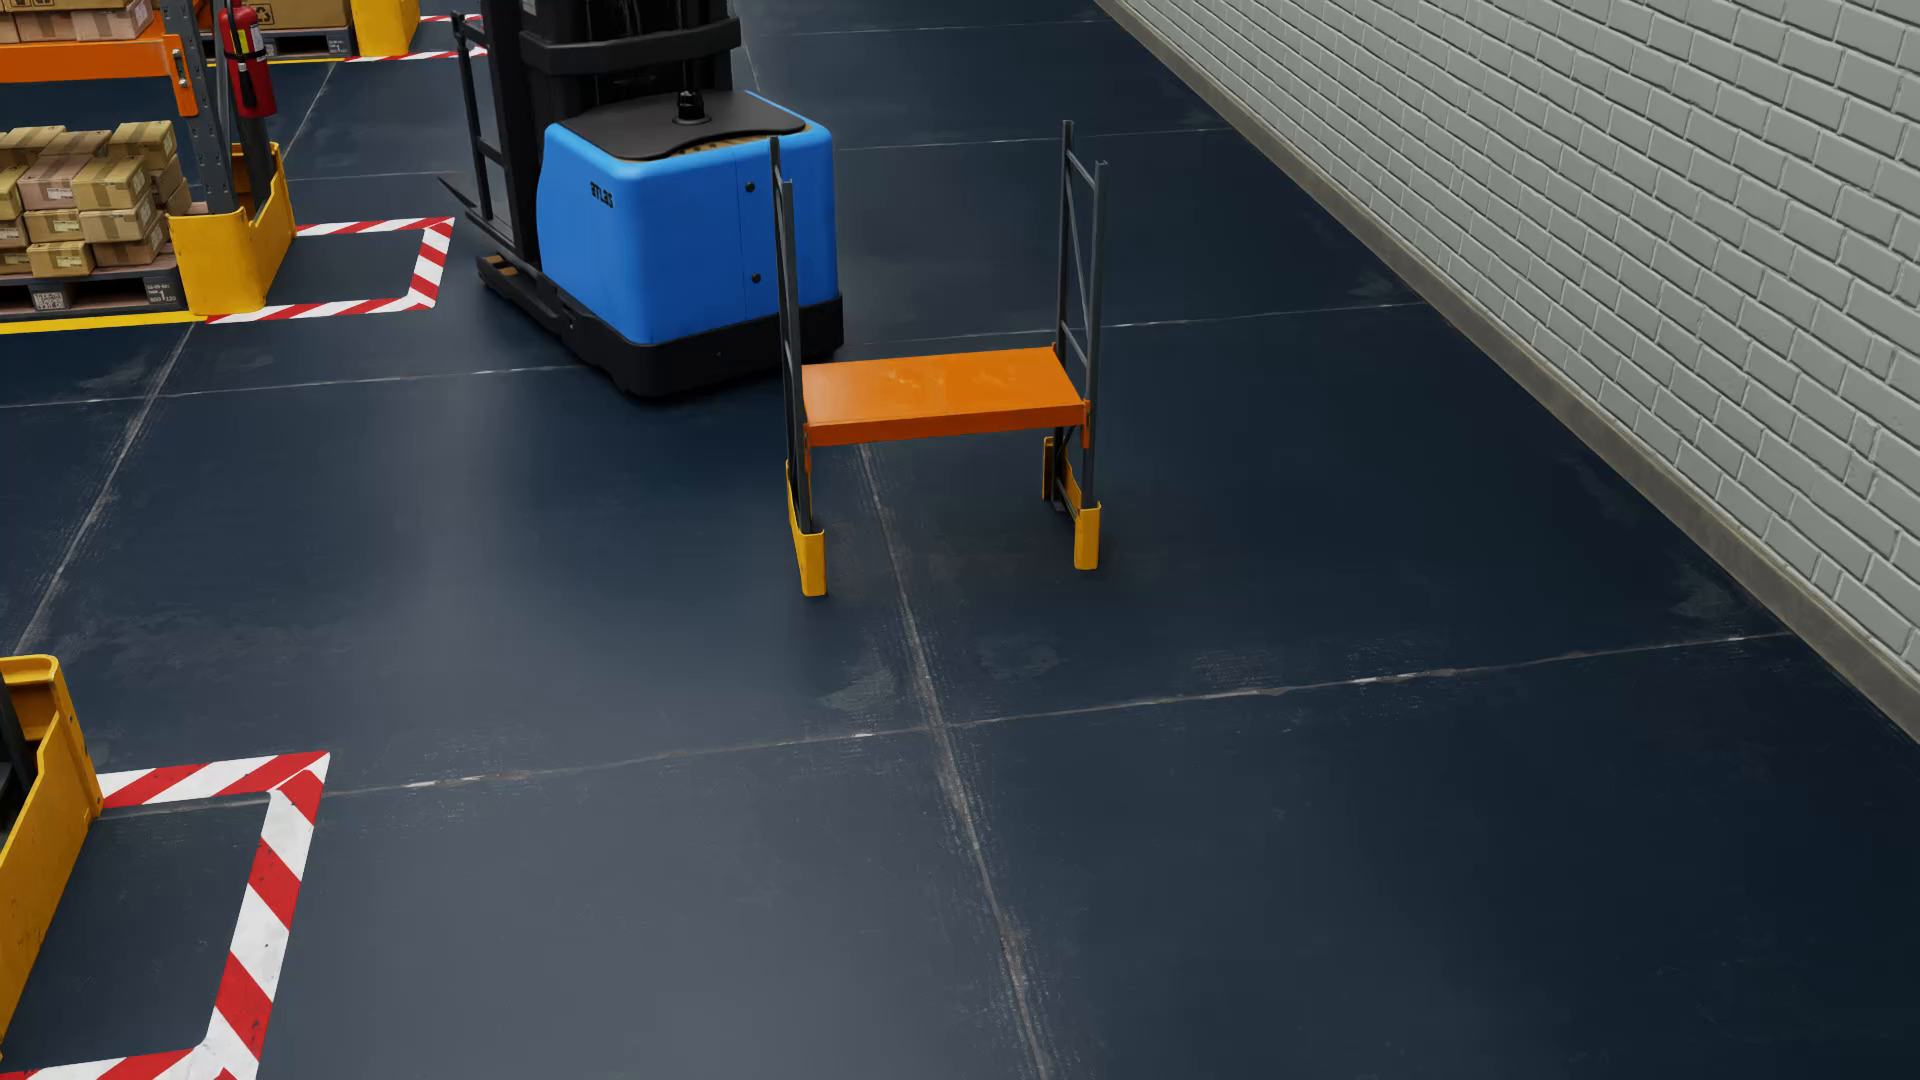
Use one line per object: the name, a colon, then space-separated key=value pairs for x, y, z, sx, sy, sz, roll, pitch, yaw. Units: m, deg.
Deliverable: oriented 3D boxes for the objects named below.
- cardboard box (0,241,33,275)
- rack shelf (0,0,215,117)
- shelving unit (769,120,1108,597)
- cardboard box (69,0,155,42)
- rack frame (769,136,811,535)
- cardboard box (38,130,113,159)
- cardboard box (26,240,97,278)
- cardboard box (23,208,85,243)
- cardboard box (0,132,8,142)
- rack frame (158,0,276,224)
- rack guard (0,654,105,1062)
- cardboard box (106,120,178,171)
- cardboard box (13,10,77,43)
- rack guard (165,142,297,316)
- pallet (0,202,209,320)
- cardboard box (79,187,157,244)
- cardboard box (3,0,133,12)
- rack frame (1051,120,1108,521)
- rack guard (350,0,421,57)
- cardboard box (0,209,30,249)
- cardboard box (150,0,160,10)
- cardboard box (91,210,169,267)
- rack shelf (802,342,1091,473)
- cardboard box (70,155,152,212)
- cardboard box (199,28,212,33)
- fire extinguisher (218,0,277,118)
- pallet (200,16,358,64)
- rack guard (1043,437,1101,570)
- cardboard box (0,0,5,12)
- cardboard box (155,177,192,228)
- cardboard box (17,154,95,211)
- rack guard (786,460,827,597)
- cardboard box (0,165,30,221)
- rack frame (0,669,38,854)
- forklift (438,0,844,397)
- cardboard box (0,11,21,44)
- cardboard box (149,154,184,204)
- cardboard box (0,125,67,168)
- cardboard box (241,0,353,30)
cardboard box: x=-4.613 y=-1.437 z=8.134 sx=0.250 sy=0.149 sz=0.380 roll=-5 pitch=31 yaw=-9
rack shelf: x=-5.590 y=-2.200 z=7.742 sx=4.000 sy=0.370 sz=1.077 roll=-5 pitch=31 yaw=-9
shelving unit: x=-0.075 y=-0.640 z=5.858 sx=1.083 sy=1.500 sz=0.587 roll=-5 pitch=31 yaw=-9
cardboard box: x=-3.893 y=-2.414 z=7.643 sx=0.250 sy=0.149 sz=0.380 roll=-5 pitch=31 yaw=-9
rack frame: x=-0.584 y=-0.592 z=5.778 sx=0.032 sy=1.500 sz=0.500 roll=-5 pitch=31 yaw=-9
cardboard box: x=-4.449 y=-1.937 z=8.397 sx=0.250 sy=0.149 sz=0.380 roll=-5 pitch=31 yaw=-8
cardboard box: x=-4.338 y=-1.419 z=8.102 sx=0.250 sy=0.149 sz=0.380 roll=-4 pitch=31 yaw=-7
cardboard box: x=-4.358 y=-1.585 z=8.092 sx=0.250 sy=0.149 sz=0.380 roll=-6 pitch=31 yaw=-10
cardboard box: x=-4.949 y=-1.914 z=8.358 sx=0.250 sy=0.149 sz=0.380 roll=-7 pitch=31 yaw=-11
rack frame: x=-3.623 y=-2.693 z=7.870 sx=0.127 sy=3.000 sz=1.000 roll=-5 pitch=31 yaw=-9
rack guard: x=-2.608 y=0.842 z=4.326 sx=0.348 sy=0.500 sz=1.175 roll=-5 pitch=31 yaw=-9
cardboard box: x=-4.200 y=-2.023 z=8.542 sx=0.250 sy=0.149 sz=0.380 roll=-7 pitch=31 yaw=-11
cardboard box: x=-4.144 y=-2.410 z=7.636 sx=0.250 sy=0.149 sz=0.380 roll=-5 pitch=31 yaw=-9
rack guard: x=-3.698 y=-1.608 z=8.492 sx=0.348 sy=0.500 sz=1.175 roll=-5 pitch=31 yaw=-9
pallet: x=-4.503 y=-1.427 z=8.469 sx=1.213 sy=0.211 sz=1.003 roll=-5 pitch=31 yaw=-9
cardboard box: x=-4.091 y=-1.582 z=8.087 sx=0.250 sy=0.149 sz=0.380 roll=-6 pitch=31 yaw=-10
cardboard box: x=-4.019 y=-2.695 z=7.481 sx=0.500 sy=0.500 sz=0.500 roll=-5 pitch=31 yaw=-8
rack frame: x=0.416 y=-0.685 z=5.936 sx=0.032 sy=1.500 sz=0.500 roll=-5 pitch=31 yaw=-9
rack guard: x=-4.393 y=-4.099 z=12.728 sx=0.348 sy=0.500 sz=1.175 roll=-5 pitch=31 yaw=-9
cardboard box: x=-4.602 y=-1.534 z=8.004 sx=0.250 sy=0.149 sz=0.380 roll=-7 pitch=31 yaw=-11
cardboard box: x=-4.001 y=-2.718 z=8.161 sx=0.250 sy=0.149 sz=0.380 roll=-6 pitch=31 yaw=-9
cardboard box: x=-4.103 y=-1.493 z=8.227 sx=0.250 sy=0.149 sz=0.380 roll=-5 pitch=31 yaw=-8
rack shelf: x=-0.084 y=-0.484 z=5.948 sx=1.000 sy=0.185 sz=0.538 roll=-5 pitch=31 yaw=-9
cardboard box: x=-4.098 y=-1.726 z=8.038 sx=0.250 sy=0.149 sz=0.380 roll=-5 pitch=31 yaw=-8
cardboard box: x=-5.927 y=-4.258 z=12.215 sx=0.875 sy=0.875 sz=0.875 roll=-5 pitch=31 yaw=-9
fire extinguisher: x=-3.292 y=-2.291 z=7.632 sx=0.183 sy=0.674 sz=0.296 roll=-5 pitch=31 yaw=-9
pallet: x=-5.189 y=-3.861 z=12.607 sx=1.213 sy=0.211 sz=1.003 roll=-5 pitch=31 yaw=-9
rack guard: x=0.415 y=-0.146 z=6.252 sx=0.087 sy=0.250 sz=0.587 roll=-5 pitch=31 yaw=-9
cardboard box: x=-4.526 y=-2.650 z=7.405 sx=0.500 sy=0.500 sz=0.500 roll=-6 pitch=31 yaw=-10
cardboard box: x=-4.196 y=-1.756 z=8.676 sx=0.250 sy=0.149 sz=0.380 roll=-5 pitch=31 yaw=-8
cardboard box: x=-4.356 y=-1.732 z=8.048 sx=0.250 sy=0.149 sz=0.380 roll=-5 pitch=31 yaw=-8
rack guard: x=-0.565 y=-0.055 z=6.097 sx=0.087 sy=0.250 sz=0.587 roll=-5 pitch=31 yaw=-9
cardboard box: x=-4.587 y=-1.645 z=7.900 sx=0.250 sy=0.149 sz=0.380 roll=-6 pitch=31 yaw=-10
rack frame: x=-2.632 y=-0.234 z=3.688 sx=0.127 sy=3.000 sz=1.000 roll=-5 pitch=31 yaw=-9
forklift: x=-1.783 y=-2.578 z=7.743 sx=1.130 sy=2.935 sz=3.031 roll=-19 pitch=36 yaw=-29
cardboard box: x=-4.388 y=-2.379 z=7.585 sx=0.250 sy=0.149 sz=0.380 roll=-6 pitch=31 yaw=-9
cardboard box: x=-4.185 y=-1.853 z=8.547 sx=0.250 sy=0.149 sz=0.380 roll=-4 pitch=31 yaw=-7
cardboard box: x=-4.720 y=-1.978 z=8.467 sx=0.250 sy=0.149 sz=0.380 roll=-5 pitch=31 yaw=-9
cardboard box: x=-5.032 y=-4.342 z=12.356 sx=0.875 sy=0.875 sz=0.875 roll=-5 pitch=31 yaw=-9
